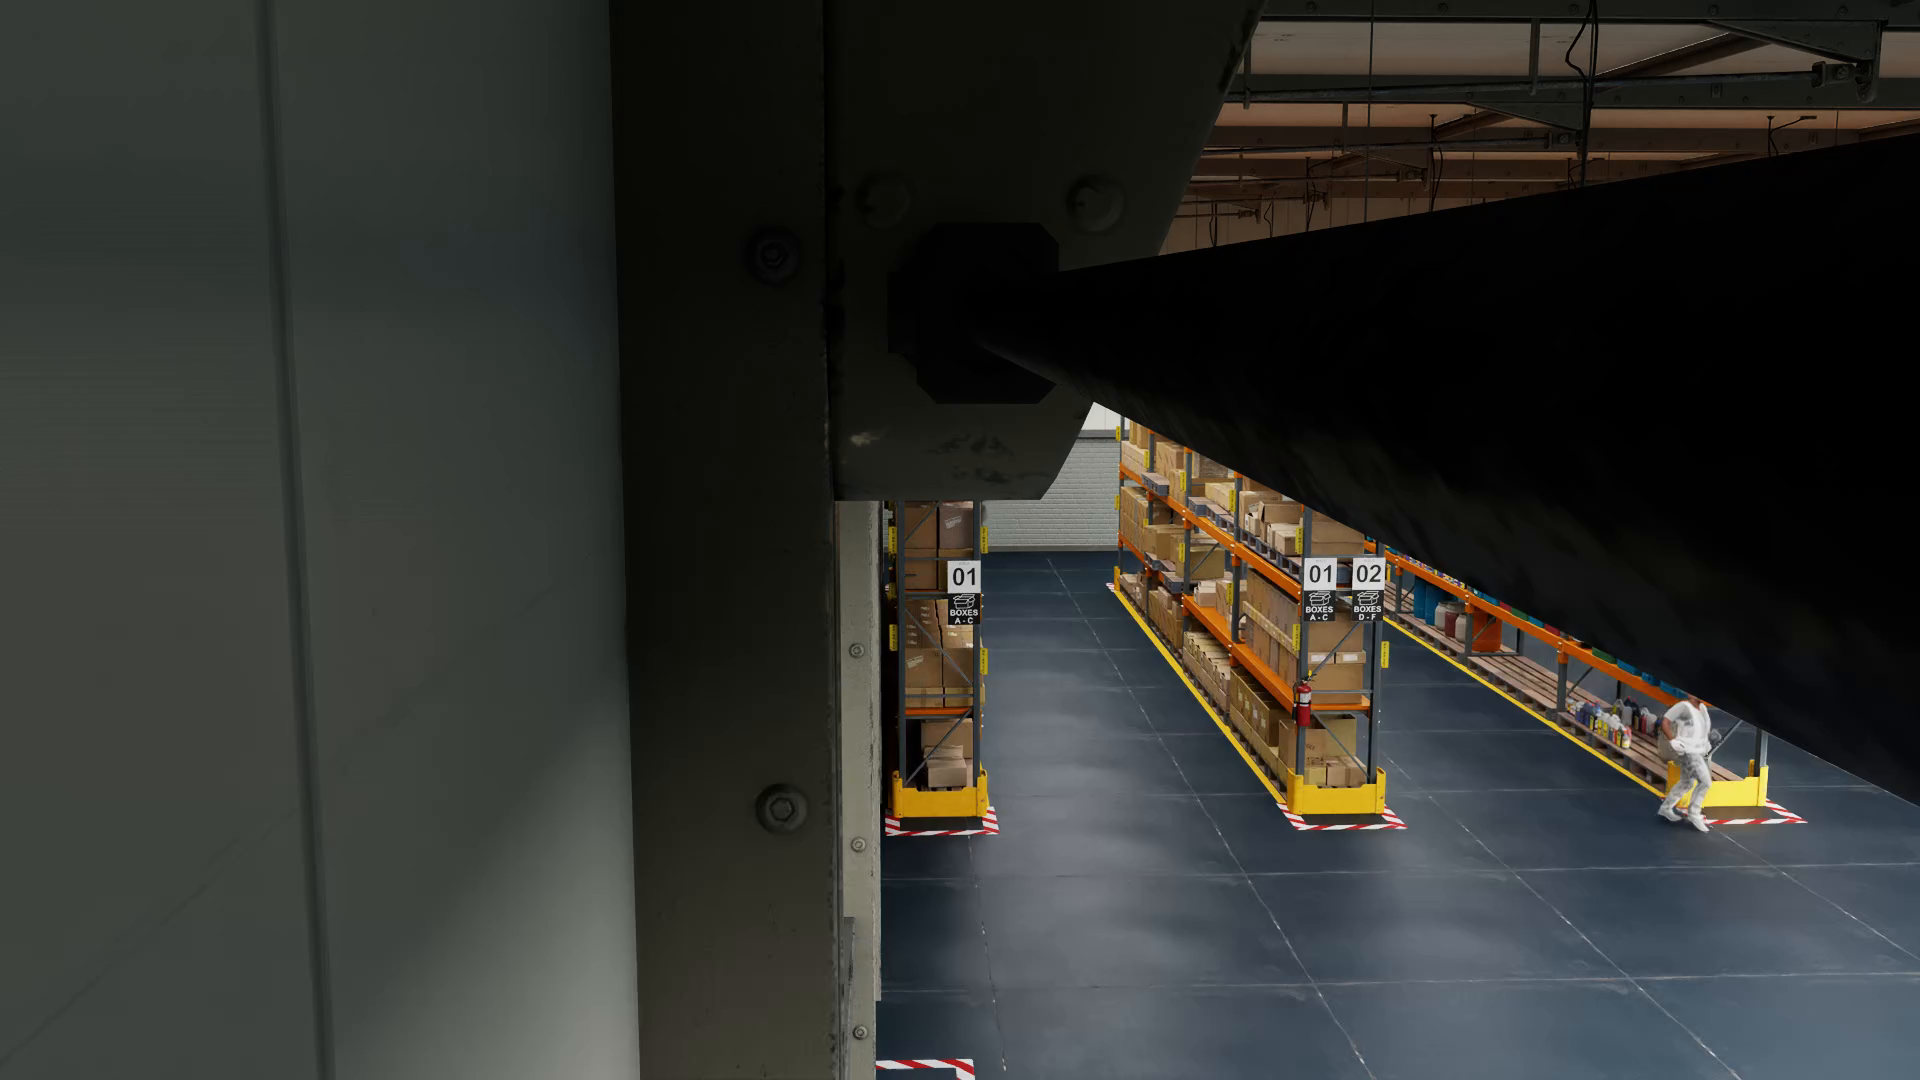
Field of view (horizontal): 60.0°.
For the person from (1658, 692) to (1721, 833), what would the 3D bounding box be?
[{"bbox_3d":[8.837,2.577,20.094,0.657,1.800,0.668,8,11,42],"label":"person"}]
